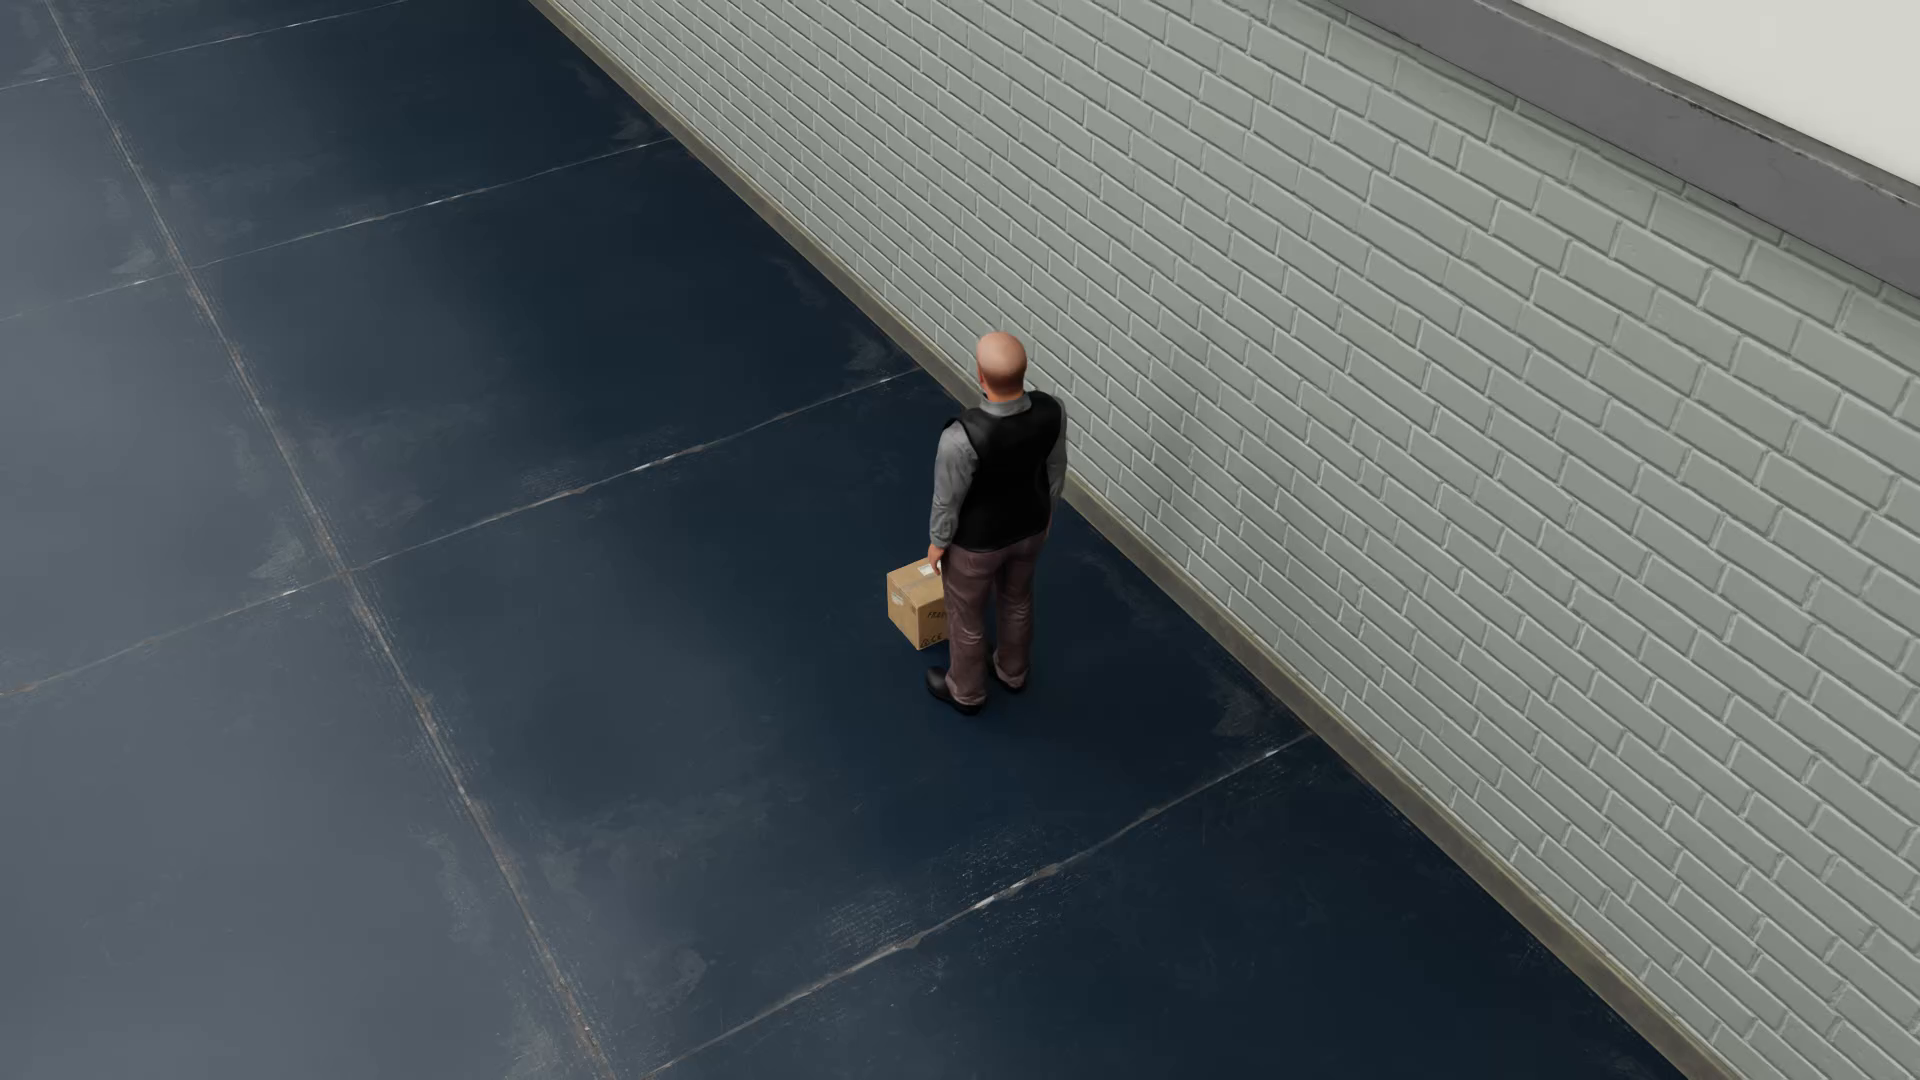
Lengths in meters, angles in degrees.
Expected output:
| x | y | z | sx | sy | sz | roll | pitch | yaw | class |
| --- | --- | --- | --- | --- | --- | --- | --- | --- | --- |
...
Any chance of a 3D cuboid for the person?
| x | y | z | sx | sy | sz | roll | pitch | yaw | class |
| --- | --- | --- | --- | --- | --- | --- | --- | --- | --- |
| 0.111 | -0.054 | 6.219 | 0.546 | 1.725 | 0.395 | -22 | 45 | -24 | person |
